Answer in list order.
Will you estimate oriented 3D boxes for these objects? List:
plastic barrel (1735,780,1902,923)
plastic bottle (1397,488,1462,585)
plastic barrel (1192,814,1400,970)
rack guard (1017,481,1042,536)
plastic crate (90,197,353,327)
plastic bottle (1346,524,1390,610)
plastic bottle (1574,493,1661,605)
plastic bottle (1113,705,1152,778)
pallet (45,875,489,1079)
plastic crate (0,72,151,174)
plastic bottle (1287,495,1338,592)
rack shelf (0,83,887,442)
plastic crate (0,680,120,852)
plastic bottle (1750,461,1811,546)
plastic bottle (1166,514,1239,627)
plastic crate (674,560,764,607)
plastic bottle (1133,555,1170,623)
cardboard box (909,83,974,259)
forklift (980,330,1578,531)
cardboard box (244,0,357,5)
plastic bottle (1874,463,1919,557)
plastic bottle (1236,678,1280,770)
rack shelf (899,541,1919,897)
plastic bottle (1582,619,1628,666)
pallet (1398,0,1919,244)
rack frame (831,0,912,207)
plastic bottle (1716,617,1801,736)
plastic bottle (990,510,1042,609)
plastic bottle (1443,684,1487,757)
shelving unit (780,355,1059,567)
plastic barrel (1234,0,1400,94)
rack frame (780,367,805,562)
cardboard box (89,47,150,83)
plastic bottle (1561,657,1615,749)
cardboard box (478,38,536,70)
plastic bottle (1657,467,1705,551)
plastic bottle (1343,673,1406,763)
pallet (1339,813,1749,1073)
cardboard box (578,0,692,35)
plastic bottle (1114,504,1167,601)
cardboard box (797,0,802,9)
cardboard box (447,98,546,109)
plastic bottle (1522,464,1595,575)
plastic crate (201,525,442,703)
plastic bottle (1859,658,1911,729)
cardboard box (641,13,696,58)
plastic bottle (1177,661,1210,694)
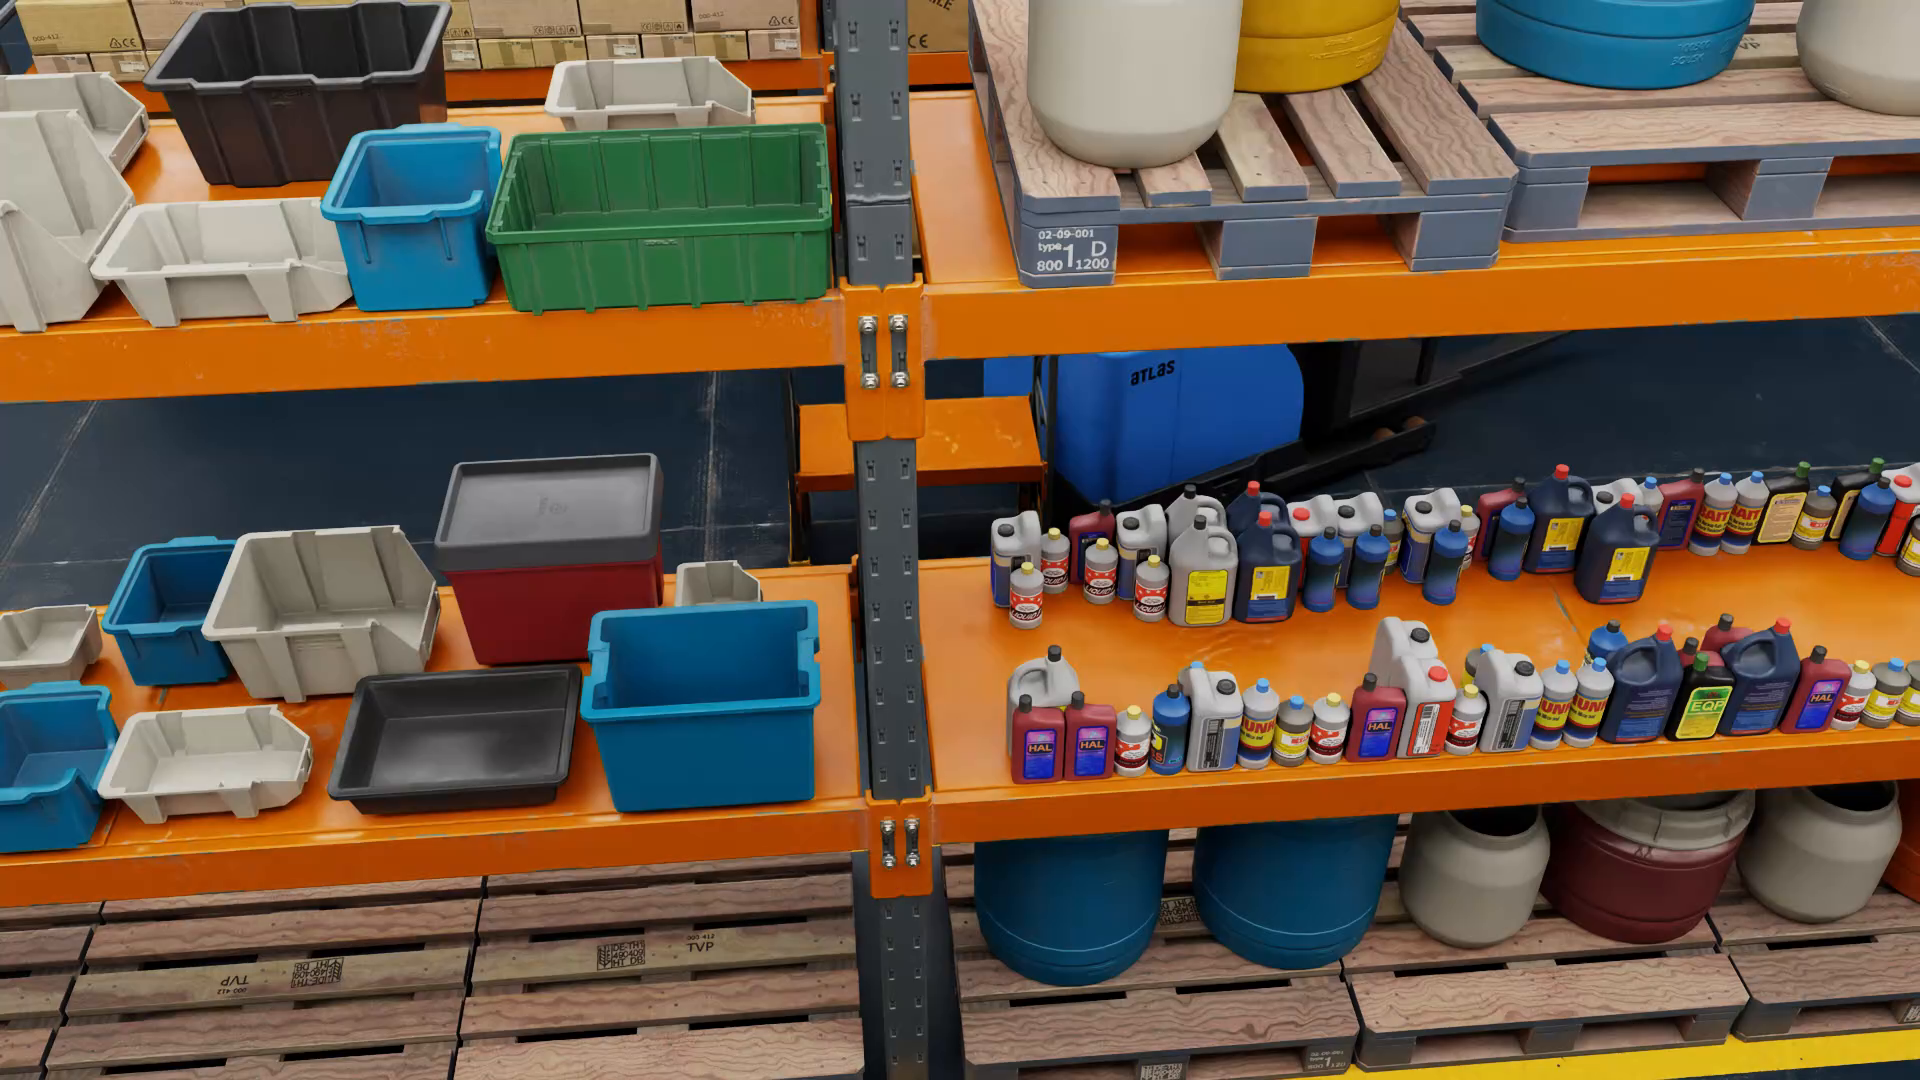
[{"bbox_3d":[2.742,0.935,5.312,0.421,0.512,0.421,0,38,0],"label":"plastic barrel"},{"bbox_3d":[1.394,-0.021,4.955,0.135,0.276,0.152,-3,38,-4],"label":"plastic bottle"},{"bbox_3d":[1.047,0.820,5.144,0.708,0.901,0.600,-3,38,-4],"label":"plastic barrel"},{"bbox_3d":[0.317,-0.040,7.099,0.087,0.250,0.587,-3,38,-4],"label":"rack guard"},{"bbox_3d":[-1.435,-0.550,3.317,0.466,0.136,0.293,-3,38,-4],"label":"plastic crate"},{"bbox_3d":[1.192,0.070,4.844,0.097,0.271,0.097,0,38,0],"label":"plastic bottle"},{"bbox_3d":[1.930,0.013,4.852,0.185,0.351,0.144,-3,38,-4],"label":"plastic bottle"},{"bbox_3d":[0.448,0.516,4.335,0.097,0.201,0.097,0,38,0],"label":"plastic bottle"},{"bbox_3d":[-2.149,1.447,5.245,1.213,0.211,1.003,-3,38,-4],"label":"pallet"},{"bbox_3d":[-2.150,-0.902,3.762,0.530,0.136,0.437,-3,38,-4],"label":"plastic crate"},{"bbox_3d":[1.029,-0.001,4.929,0.135,0.276,0.152,-3,38,-4],"label":"plastic bottle"},{"bbox_3d":[-2.194,-0.566,3.705,4.000,0.370,1.077,-3,38,-4],"label":"rack shelf"},{"bbox_3d":[-2.300,0.582,4.178,0.300,0.233,0.416,-3,38,-4],"label":"plastic crate"},{"bbox_3d":[2.495,-0.113,5.065,0.133,0.283,0.061,-3,38,-4],"label":"plastic bottle"},{"bbox_3d":[0.698,0.075,4.773,0.185,0.351,0.144,-3,38,-4],"label":"plastic bottle"},{"bbox_3d":[-0.678,0.237,4.693,0.243,0.136,0.396,-3,38,-4],"label":"plastic crate"},{"bbox_3d":[0.556,0.132,4.821,0.097,0.201,0.097,0,38,0],"label":"plastic bottle"},{"bbox_3d":[-0.005,-2.215,9.012,0.875,0.875,1.225,-3,38,-4],"label":"cardboard box"},{"bbox_3d":[1.628,-1.765,7.120,3.031,2.935,1.130,-20,42,-23],"label":"forklift"},{"bbox_3d":[-3.105,-2.593,7.995,0.500,0.250,0.500,-4,38,-5],"label":"cardboard box"},{"bbox_3d":[2.862,-0.102,5.057,0.135,0.276,0.152,-3,38,-4],"label":"plastic bottle"},{"bbox_3d":[0.776,0.470,4.336,0.097,0.271,0.097,0,38,0],"label":"plastic bottle"},{"bbox_3d":[1.791,0.392,4.912,4.000,0.370,1.077,-3,38,-4],"label":"rack shelf"},{"bbox_3d":[1.746,0.327,4.518,0.097,0.271,0.097,0,38,0],"label":"plastic bottle"},{"bbox_3d":[1.700,-1.051,3.892,1.213,0.211,1.003,-3,38,-4],"label":"pallet"},{"bbox_3d":[-0.202,-2.136,2.692,0.127,3.000,1.000,-3,38,-4],"label":"rack frame"},{"bbox_3d":[2.117,0.350,4.424,0.185,0.351,0.144,-3,38,-4],"label":"plastic bottle"},{"bbox_3d":[0.162,0.047,4.869,0.135,0.276,0.152,-3,38,-4],"label":"plastic bottle"},{"bbox_3d":[1.333,0.467,4.397,0.097,0.201,0.097,0,38,0],"label":"plastic bottle"},{"bbox_3d":[-0.179,-0.506,6.681,1.083,1.500,0.587,-3,38,-4],"label":"shelving unit"},{"bbox_3d":[0.690,-1.372,3.655,0.600,0.588,0.600,0,38,0],"label":"plastic barrel"},{"bbox_3d":[-0.677,-0.482,6.650,0.032,1.500,0.500,-3,38,-4],"label":"rack frame"},{"bbox_3d":[-3.986,-2.349,8.009,0.250,0.149,0.380,-4,38,-5],"label":"cardboard box"},{"bbox_3d":[1.661,0.421,4.398,0.097,0.271,0.097,0,38,0],"label":"plastic bottle"},{"bbox_3d":[-2.195,-2.448,8.134,0.250,0.149,0.380,-4,38,-5],"label":"cardboard box"},{"bbox_3d":[2.168,-0.095,5.043,0.133,0.283,0.061,-3,38,-4],"label":"plastic bottle"},{"bbox_3d":[1.086,0.460,4.340,0.133,0.283,0.061,-3,38,-4],"label":"plastic bottle"},{"bbox_3d":[1.789,1.229,5.522,1.213,0.211,1.003,-3,38,-4],"label":"pallet"},{"bbox_3d":[-1.572,-2.678,8.104,0.500,0.250,0.500,-2,38,-3],"label":"cardboard box"},{"bbox_3d":[0.526,0.027,4.894,0.135,0.276,0.152,-3,38,-4],"label":"plastic bottle"},{"bbox_3d":[-0.964,-2.927,8.741,0.250,0.149,0.380,-3,38,-4],"label":"cardboard box"},{"bbox_3d":[-2.201,-2.131,8.905,0.875,0.875,0.875,-3,38,-4],"label":"cardboard box"},{"bbox_3d":[1.782,-0.074,4.962,0.185,0.351,0.144,-3,38,-4],"label":"plastic bottle"},{"bbox_3d":[-1.739,0.213,4.606,0.530,0.282,0.437,-3,38,-4],"label":"plastic crate"},{"bbox_3d":[2.489,0.403,4.478,0.097,0.201,0.097,0,38,0],"label":"plastic bottle"},{"bbox_3d":[-1.427,-2.491,8.188,0.250,0.149,0.380,-4,38,-5],"label":"cardboard box"},{"bbox_3d":[0.628,0.411,4.468,0.097,0.201,0.097,0,38,0],"label":"plastic bottle"}]
